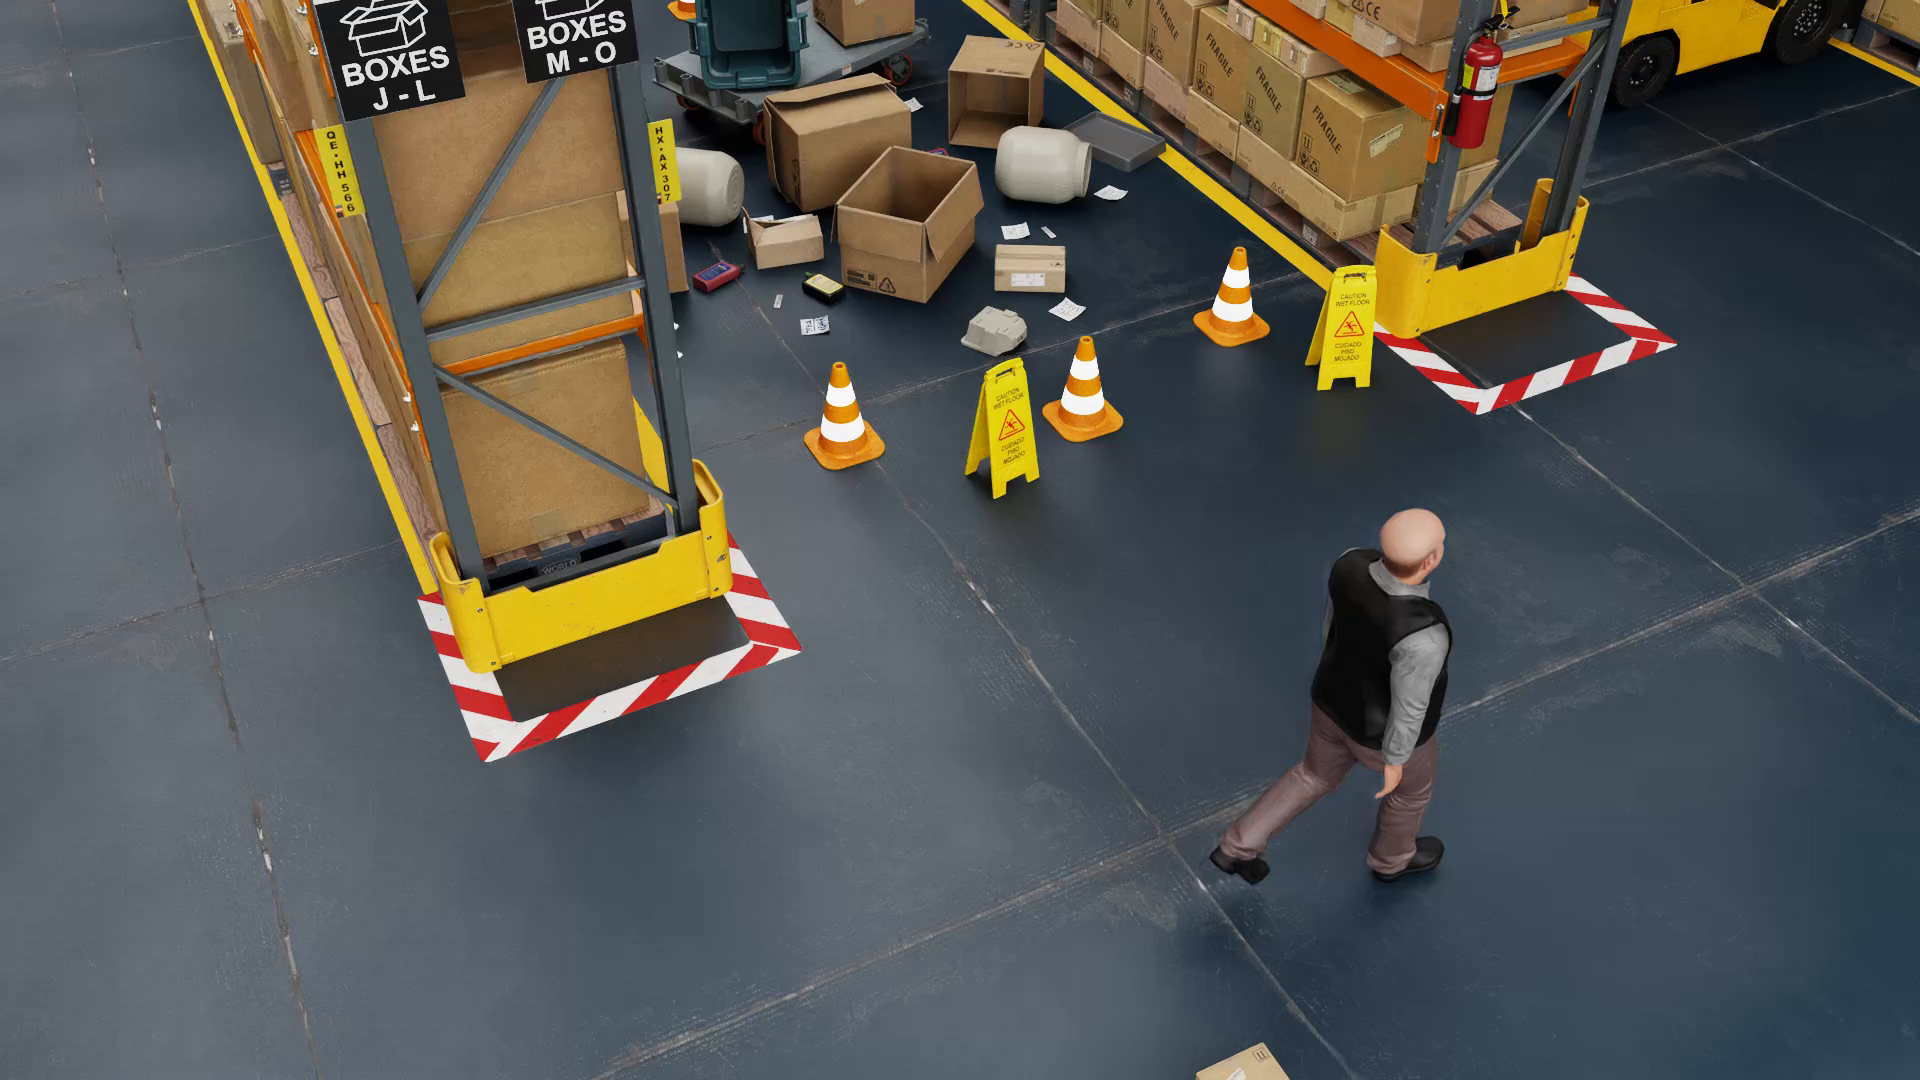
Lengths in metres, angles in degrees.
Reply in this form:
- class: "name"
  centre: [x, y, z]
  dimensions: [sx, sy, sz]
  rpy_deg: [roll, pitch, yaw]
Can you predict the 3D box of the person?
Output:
- class: "person"
  centre: [1.315, 0.575, 5.506]
  dimensions: [0.900, 1.689, 0.539]
  rpy_deg: [-20, 45, -21]
